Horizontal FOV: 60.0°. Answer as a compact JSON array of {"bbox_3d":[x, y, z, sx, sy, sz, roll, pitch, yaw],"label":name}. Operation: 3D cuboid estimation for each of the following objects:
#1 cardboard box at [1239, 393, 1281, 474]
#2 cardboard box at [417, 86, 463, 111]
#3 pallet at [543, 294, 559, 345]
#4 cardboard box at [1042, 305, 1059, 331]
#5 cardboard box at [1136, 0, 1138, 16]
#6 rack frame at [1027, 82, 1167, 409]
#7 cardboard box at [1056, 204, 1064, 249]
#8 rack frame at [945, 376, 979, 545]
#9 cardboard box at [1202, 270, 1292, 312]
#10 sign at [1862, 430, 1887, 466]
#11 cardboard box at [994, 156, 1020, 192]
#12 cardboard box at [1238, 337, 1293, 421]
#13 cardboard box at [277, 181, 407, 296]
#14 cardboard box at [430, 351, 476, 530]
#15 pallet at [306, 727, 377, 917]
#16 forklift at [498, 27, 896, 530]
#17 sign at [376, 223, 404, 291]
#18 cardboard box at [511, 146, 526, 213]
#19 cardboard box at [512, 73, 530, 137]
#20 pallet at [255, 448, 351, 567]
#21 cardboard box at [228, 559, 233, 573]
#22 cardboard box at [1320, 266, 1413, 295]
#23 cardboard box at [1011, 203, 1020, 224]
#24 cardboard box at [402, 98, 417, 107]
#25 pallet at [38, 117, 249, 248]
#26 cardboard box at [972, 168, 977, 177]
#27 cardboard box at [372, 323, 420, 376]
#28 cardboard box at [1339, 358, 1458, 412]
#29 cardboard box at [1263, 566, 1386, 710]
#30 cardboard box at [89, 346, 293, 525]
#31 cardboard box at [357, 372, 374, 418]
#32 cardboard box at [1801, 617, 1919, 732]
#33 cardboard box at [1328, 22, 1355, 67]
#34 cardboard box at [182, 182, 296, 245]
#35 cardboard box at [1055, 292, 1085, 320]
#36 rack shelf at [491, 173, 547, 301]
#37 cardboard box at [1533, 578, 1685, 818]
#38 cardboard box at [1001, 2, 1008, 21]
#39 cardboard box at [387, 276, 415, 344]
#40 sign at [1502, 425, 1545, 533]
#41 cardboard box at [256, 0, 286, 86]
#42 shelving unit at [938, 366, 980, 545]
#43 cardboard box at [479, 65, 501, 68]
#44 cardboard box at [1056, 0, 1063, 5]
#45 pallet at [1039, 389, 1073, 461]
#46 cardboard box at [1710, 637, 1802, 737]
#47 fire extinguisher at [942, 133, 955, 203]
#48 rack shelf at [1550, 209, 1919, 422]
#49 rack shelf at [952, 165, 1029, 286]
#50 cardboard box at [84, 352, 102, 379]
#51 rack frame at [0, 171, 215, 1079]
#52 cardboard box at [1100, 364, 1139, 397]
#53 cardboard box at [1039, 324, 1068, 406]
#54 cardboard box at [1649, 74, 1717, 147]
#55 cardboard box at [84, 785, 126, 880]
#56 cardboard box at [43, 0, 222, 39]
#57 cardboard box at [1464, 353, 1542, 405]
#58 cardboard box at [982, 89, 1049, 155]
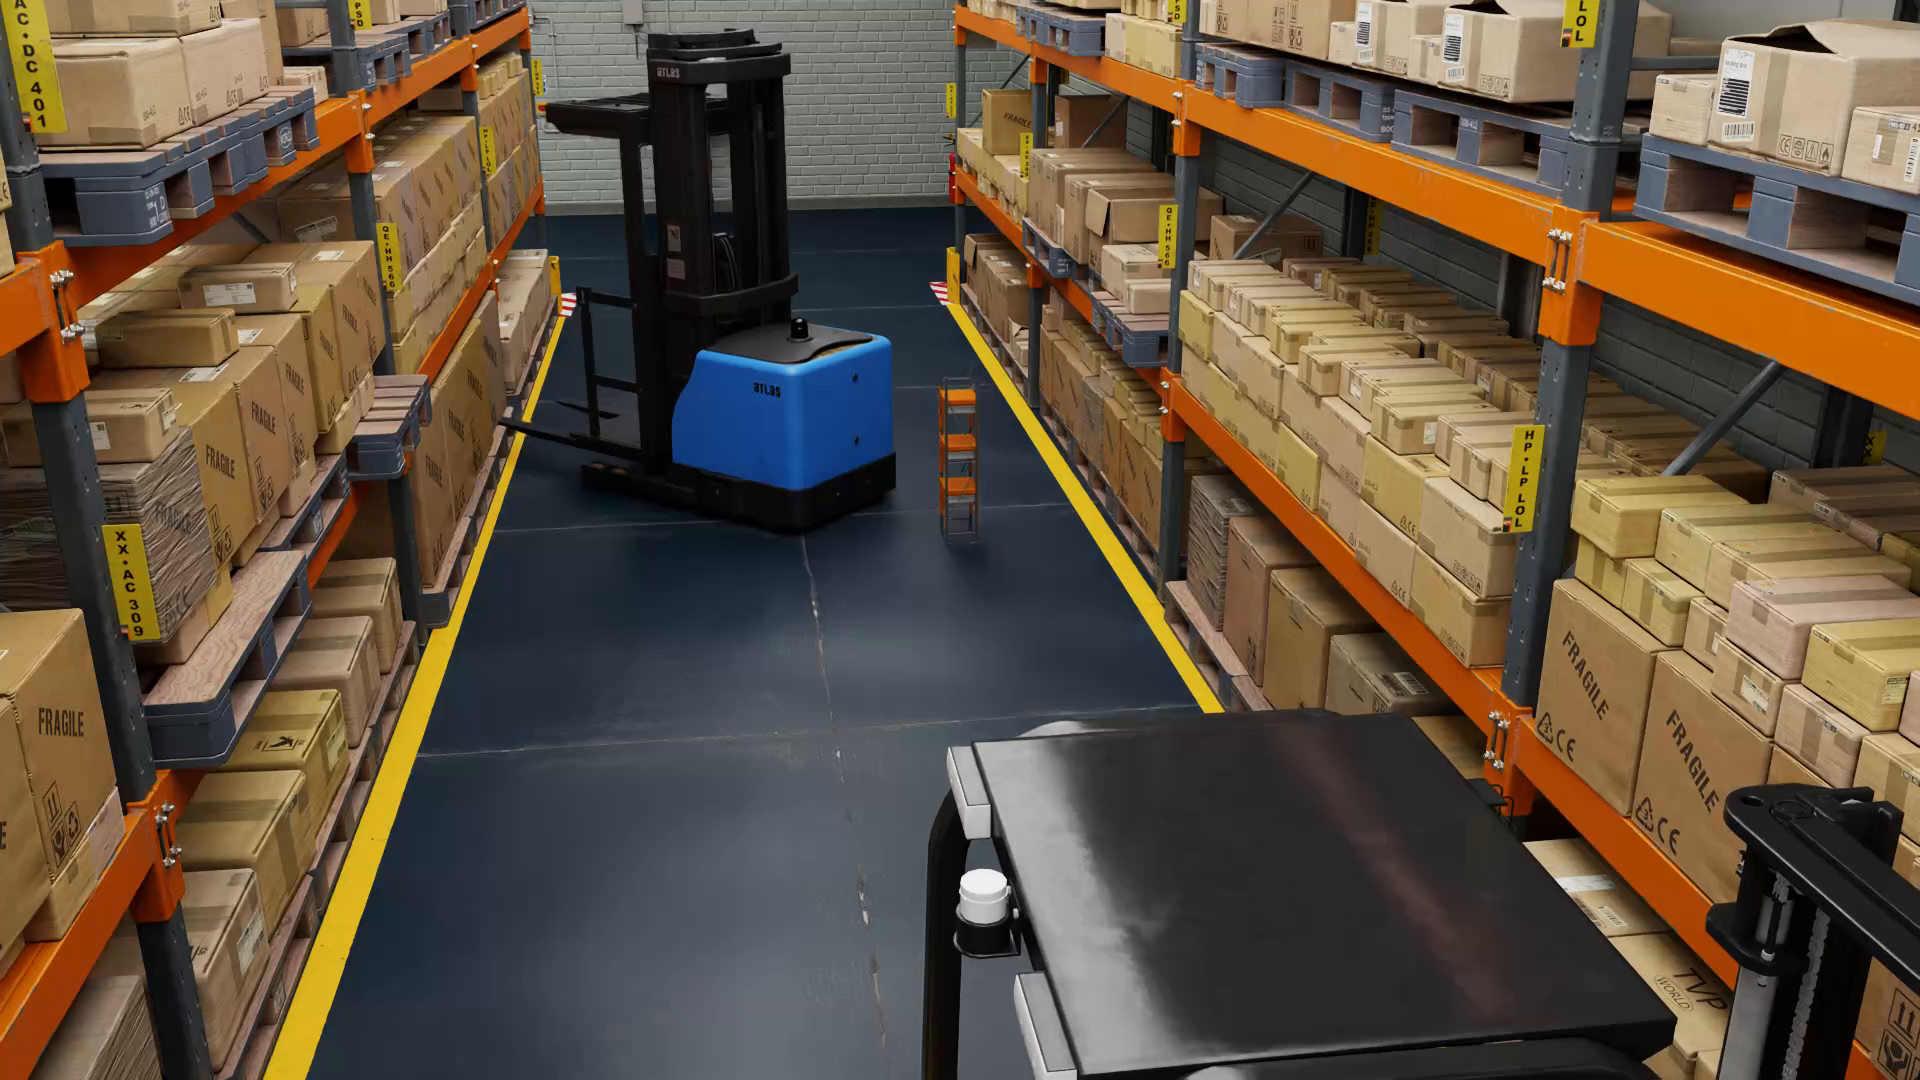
[{"bbox_3d":[1.579,-0.499,7.479,0.500,0.250,0.500,-4,21,-10],"label":"cardboard box"},{"bbox_3d":[-3.668,-3.162,11.897,0.380,0.149,0.250,-3,21,-9],"label":"cardboard box"},{"bbox_3d":[-4.263,-2.026,15.340,1.003,0.211,1.213,-3,21,-8],"label":"pallet"},{"bbox_3d":[0.820,-1.664,12.431,0.380,0.149,0.250,-2,21,-5],"label":"cardboard box"},{"bbox_3d":[1.223,-3.075,9.521,0.380,0.149,0.250,-3,21,-7],"label":"cardboard box"},{"bbox_3d":[1.032,-2.472,12.549,1.000,3.000,0.127,-3,21,-8],"label":"rack frame"},{"bbox_3d":[0.852,-2.106,11.159,0.396,0.266,0.258,-2,21,-5],"label":"cardboard box"},{"bbox_3d":[0.010,-0.468,9.969,0.200,1.050,0.008,-3,21,-8],"label":"rack frame"},{"bbox_3d":[1.403,-1.221,8.127,0.380,0.149,0.250,-2,21,-7],"label":"cardboard box"},{"bbox_3d":[2.734,-0.174,5.044,0.100,0.325,0.005,-3,21,-8],"label":"sign"},{"bbox_3d":[0.571,-3.052,13.888,0.500,0.250,0.500,-3,21,-8],"label":"cardboard box"},{"bbox_3d":[1.559,-0.730,7.383,0.500,0.250,0.500,-3,21,-9],"label":"cardboard box"},{"bbox_3d":[-3.132,-1.534,8.465,0.500,0.500,0.500,-4,21,-10],"label":"cardboard box"},{"bbox_3d":[-3.445,-0.590,9.944,0.875,0.875,0.875,-3,21,-7],"label":"cardboard box"},{"bbox_3d":[-3.019,1.163,6.802,1.003,0.211,1.213,-3,21,-8],"label":"pallet"},{"bbox_3d":[-1.923,-1.820,10.899,3.031,2.935,1.130,14,24,32],"label":"forklift"},{"bbox_3d":[-2.767,-1.372,8.060,0.100,0.325,0.005,-3,21,-8],"label":"sign"},{"bbox_3d":[-3.896,-2.969,13.734,0.500,0.500,0.500,-2,21,-6],"label":"cardboard box"},{"bbox_3d":[-4.047,-3.787,14.495,0.500,0.500,0.500,-3,21,-8],"label":"cardboard box"},{"bbox_3d":[-2.977,-0.063,6.371,1.003,0.211,1.213,-3,21,-8],"label":"pallet"},{"bbox_3d":[-2.637,0.082,5.469,0.380,0.149,0.250,-2,21,-4],"label":"cardboard box"},{"bbox_3d":[2.004,-1.251,8.208,0.380,0.149,0.250,-2,21,-6],"label":"cardboard box"},{"bbox_3d":[0.616,-2.630,13.330,0.380,0.149,0.250,-2,21,-6],"label":"cardboard box"},{"bbox_3d":[-4.169,-3.227,12.071,0.380,0.149,0.250,-2,21,-6],"label":"cardboard box"},{"bbox_3d":[-2.710,-0.987,4.554,1.213,0.211,1.003,-3,21,-8],"label":"pallet"},{"bbox_3d":[0.314,-3.526,15.729,0.380,0.149,0.250,-2,21,-6],"label":"cardboard box"},{"bbox_3d":[-3.124,-0.948,8.681,0.500,0.250,0.500,-3,21,-9],"label":"cardboard box"},{"bbox_3d":[1.703,-0.601,6.469,0.380,0.149,0.250,-3,21,-7],"label":"cardboard box"},{"bbox_3d":[1.884,0.504,7.374,0.875,0.625,0.625,-4,21,-10],"label":"cardboard box"},{"bbox_3d":[-2.641,-0.356,5.714,0.500,0.500,0.500,-3,21,-8],"label":"cardboard box"},{"bbox_3d":[-2.832,-0.639,7.399,0.380,0.149,0.250,-3,21,-8],"label":"cardboard box"},{"bbox_3d":[2.110,0.289,3.659,0.380,0.149,0.250,-3,21,-9],"label":"cardboard box"},{"bbox_3d":[1.615,-1.866,6.254,0.380,0.149,0.250,-3,21,-8],"label":"cardboard box"},{"bbox_3d":[-3.636,-1.517,8.418,0.500,0.500,0.500,-3,21,-9],"label":"cardboard box"},{"bbox_3d":[0.905,-1.716,12.144,0.380,0.149,0.250,-4,21,-10],"label":"cardboard box"},{"bbox_3d":[-4.168,-2.576,13.855,1.077,0.370,4.000,-3,21,-8],"label":"rack shelf"},{"bbox_3d":[1.991,0.417,4.668,0.500,0.500,0.500,-3,21,-9],"label":"cardboard box"},{"bbox_3d":[0.542,-4.314,13.552,0.380,0.149,0.250,-3,21,-7],"label":"cardboard box"},{"bbox_3d":[-3.131,-1.188,8.609,0.500,0.250,0.500,-3,21,-8],"label":"cardboard box"},{"bbox_3d":[1.650,-0.177,4.862,0.100,0.325,0.005,-3,21,-8],"label":"sign"},{"bbox_3d":[-3.176,-1.959,6.745,0.700,0.500,0.500,-3,21,-8],"label":"cardboard box"},{"bbox_3d":[-0.008,-0.510,10.082,0.215,1.050,0.252,-3,21,-8],"label":"shelving unit"},{"bbox_3d":[-3.949,-3.780,13.550,0.380,0.149,0.250,-2,21,-6],"label":"cardboard box"},{"bbox_3d":[0.831,-3.526,10.699,0.380,0.149,0.250,-3,21,-8],"label":"cardboard box"},{"bbox_3d":[1.187,-0.886,12.288,1.003,0.211,1.213,-3,21,-8],"label":"pallet"},{"bbox_3d":[2.037,0.338,3.954,0.380,0.149,0.250,-2,21,-7],"label":"cardboard box"},{"bbox_3d":[-0.023,-3.674,16.409,0.296,0.674,0.183,-3,21,-8],"label":"fire extinguisher"},{"bbox_3d":[2.473,-0.078,2.880,1.077,0.370,4.000,-3,21,-8],"label":"rack shelf"},{"bbox_3d":[0.744,-2.828,14.529,1.077,0.370,4.000,-3,21,-8],"label":"rack shelf"},{"bbox_3d":[-3.161,-0.333,5.652,0.500,0.500,0.500,-2,21,-6],"label":"cardboard box"},{"bbox_3d":[-2.726,0.549,4.459,1.000,3.000,0.127,-3,21,-8],"label":"rack frame"},{"bbox_3d":[1.123,-1.036,10.748,0.380,0.149,0.250,-4,21,-10],"label":"cardboard box"},{"bbox_3d":[0.879,-1.319,12.434,0.500,0.500,0.500,-2,21,-5],"label":"cardboard box"},{"bbox_3d":[1.949,-1.063,4.104,0.380,0.149,0.250,-2,21,-7],"label":"cardboard box"},{"bbox_3d":[-2.378,0.763,4.246,0.380,0.149,0.250,-3,21,-8],"label":"cardboard box"},{"bbox_3d":[-2.496,-1.611,4.856,0.500,0.250,0.500,-3,21,-9],"label":"cardboard box"},{"bbox_3d":[2.215,-0.630,6.545,0.380,0.149,0.250,-3,21,-8],"label":"cardboard box"},{"bbox_3d":[0.471,-3.588,14.252,0.500,0.500,0.500,-2,21,-6],"label":"cardboard box"}]
